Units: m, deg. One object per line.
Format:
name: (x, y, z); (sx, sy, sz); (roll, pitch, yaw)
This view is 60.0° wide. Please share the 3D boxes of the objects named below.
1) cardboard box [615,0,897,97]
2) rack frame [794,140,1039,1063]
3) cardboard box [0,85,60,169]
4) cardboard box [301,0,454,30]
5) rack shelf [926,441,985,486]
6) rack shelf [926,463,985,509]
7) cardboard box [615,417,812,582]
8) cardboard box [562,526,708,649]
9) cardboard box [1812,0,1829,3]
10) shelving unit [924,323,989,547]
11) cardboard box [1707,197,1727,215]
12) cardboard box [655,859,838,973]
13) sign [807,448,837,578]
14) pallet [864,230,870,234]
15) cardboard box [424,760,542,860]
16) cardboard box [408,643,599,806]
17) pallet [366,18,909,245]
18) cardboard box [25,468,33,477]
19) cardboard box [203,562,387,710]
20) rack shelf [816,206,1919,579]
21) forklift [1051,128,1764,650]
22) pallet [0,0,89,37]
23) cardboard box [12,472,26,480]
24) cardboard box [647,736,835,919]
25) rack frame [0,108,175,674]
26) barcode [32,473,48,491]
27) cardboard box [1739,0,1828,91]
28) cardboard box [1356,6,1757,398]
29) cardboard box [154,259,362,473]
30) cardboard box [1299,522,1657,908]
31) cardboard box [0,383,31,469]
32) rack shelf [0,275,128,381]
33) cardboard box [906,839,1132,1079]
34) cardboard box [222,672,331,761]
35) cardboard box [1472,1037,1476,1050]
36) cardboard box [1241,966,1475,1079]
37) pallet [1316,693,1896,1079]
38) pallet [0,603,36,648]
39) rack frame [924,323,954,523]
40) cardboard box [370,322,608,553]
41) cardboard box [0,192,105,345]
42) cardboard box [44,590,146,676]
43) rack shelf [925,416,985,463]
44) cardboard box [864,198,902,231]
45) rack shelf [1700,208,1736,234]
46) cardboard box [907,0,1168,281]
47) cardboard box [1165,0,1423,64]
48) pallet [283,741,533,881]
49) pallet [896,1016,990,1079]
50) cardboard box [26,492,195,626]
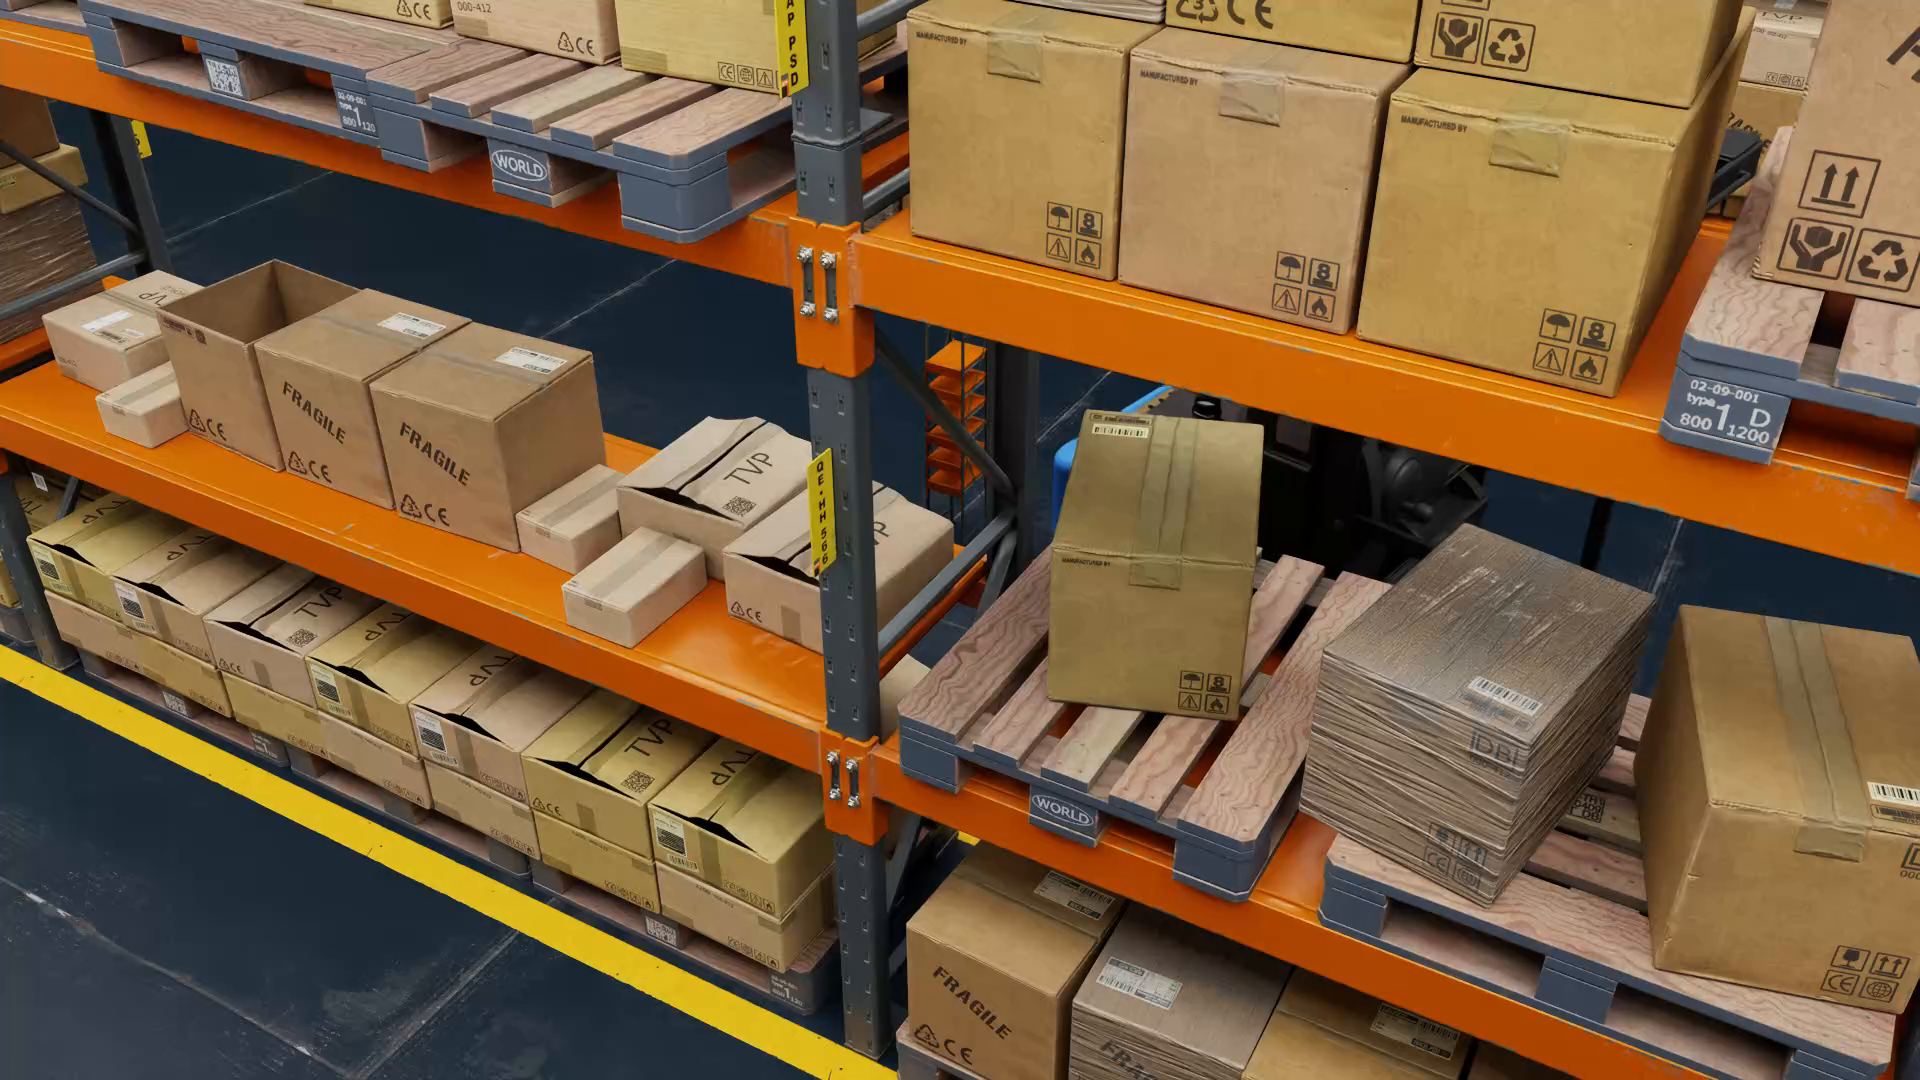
cardboard box: (-0.489, -1.309, 4.060); (0.500, 0.250, 0.500); (15, 36, 21)
rack frame: (-0.067, 0.149, 4.820); (0.127, 3.000, 1.000); (18, 37, 24)
cardboard box: (-3.929, -1.651, 6.263); (0.500, 0.500, 0.700); (18, 38, 25)
cardboard box: (-1.444, -1.608, 4.508); (0.500, 0.250, 0.500); (17, 37, 23)
rack shelf: (-0.013, -0.367, 7.515); (0.180, 0.103, 0.258); (18, 37, 24)
rack shelf: (-0.013, -0.267, 7.581); (0.180, 0.103, 0.258); (18, 37, 24)
cardboard box: (-0.748, -0.153, 5.354); (0.500, 0.311, 0.500); (17, 37, 24)
cardboard box: (-0.985, 0.139, 5.061); (0.250, 0.149, 0.380); (18, 37, 24)
cardboard box: (3.801, -2.435, 7.647); (0.500, 0.250, 0.500); (17, 37, 23)
shelving unit: (-0.013, -0.503, 7.423); (0.189, 1.200, 0.258); (18, 37, 24)
cardboard box: (3.471, -1.673, 7.765); (0.250, 0.149, 0.380); (18, 38, 25)
cardboard box: (-0.645, 1.092, 5.506); (0.500, 0.250, 0.500); (19, 38, 25)
sign: (-0.340, -0.065, 4.096); (0.005, 0.325, 0.100); (18, 37, 24)
pallet: (-0.409, -1.962, 10.505); (1.213, 0.211, 1.003); (18, 37, 24)
cardboard box: (-1.530, 0.812, 5.926); (0.500, 0.250, 0.500); (18, 38, 25)
cardboard box: (-1.536, 0.580, 5.769); (0.500, 0.311, 0.500); (17, 37, 24)
pallet: (-0.701, -1.164, 4.256); (1.003, 0.211, 1.213); (19, 38, 27)
cardboard box: (-4.224, -0.394, 7.738); (0.500, 0.250, 0.500); (18, 37, 24)
cardboard box: (-2.423, 0.301, 6.188); (0.500, 0.311, 0.500); (16, 37, 23)
rack shelf: (1.669, -0.250, 3.362); (4.000, 0.370, 1.077); (18, 37, 24)
forklift: (1.780, -0.323, 5.591); (3.031, 2.935, 1.130); (26, 42, 34)
pallet: (-2.768, -1.883, 5.338); (1.217, 0.209, 0.805); (16, 37, 23)
cardboard box: (-4.481, -0.146, 7.364); (0.500, 0.250, 0.500); (18, 37, 24)
cardboard box: (-0.644, 0.860, 5.348); (0.500, 0.311, 0.500); (19, 38, 26)
rack frame: (-3.540, -0.951, 6.471); (0.127, 3.000, 1.000); (18, 37, 24)
barcode: (-3.525, -0.223, 6.370); (0.075, 0.075, 0.001); (18, 37, 24)
cardboard box: (3.557, -2.189, 7.278); (0.500, 0.250, 0.500); (18, 38, 25)
cardboard box: (1.222, -0.754, 3.379); (0.500, 0.500, 0.910); (18, 37, 24)
cardboard box: (-2.424, -0.628, 5.897); (0.500, 0.500, 0.500); (20, 39, 28)
cardboard box: (1.235, 0.395, 3.981); (0.500, 0.500, 0.700); (25, 41, 33)
cardboard box: (-4.226, -0.705, 7.528); (0.500, 0.500, 0.500); (18, 37, 24)
rack shelf: (-5.277, -1.201, 7.497); (4.000, 0.370, 1.077); (18, 37, 24)
cardboard box: (0.186, 1.269, 4.996); (0.500, 0.500, 0.500); (19, 38, 26)
cardboard box: (-2.419, 0.531, 6.348); (0.500, 0.250, 0.500); (16, 37, 23)
cardboard box: (1.310, 1.293, 4.960); (0.500, 0.500, 0.500); (16, 37, 23)
cardboard box: (1.076, 1.551, 4.573); (0.500, 0.500, 0.500); (17, 37, 24)
pallet: (1.623, 0.762, 4.073); (1.213, 0.211, 1.003); (18, 37, 24)
pallet: (-4.210, -0.029, 7.603); (1.213, 0.211, 1.003); (18, 37, 24)
rack frame: (-0.092, -0.529, 7.461); (0.006, 1.200, 0.240); (18, 37, 24)
cardboard box: (-1.532, -0.346, 5.473); (0.500, 0.500, 0.500); (16, 37, 22)
cardboard box: (-3.929, -1.111, 6.622); (0.500, 0.500, 0.700); (17, 37, 23)
cardboard box: (-3.313, 0.249, 6.772); (0.500, 0.250, 0.500); (17, 37, 23)
rack shelf: (-0.013, -0.466, 7.448); (0.180, 0.103, 0.258); (18, 37, 24)
cardboard box: (-0.438, -2.284, 10.332); (0.500, 0.500, 0.700); (19, 38, 26)
rack shelf: (4.124, -1.386, 7.774); (4.000, 0.370, 1.077); (18, 37, 24)
cardboard box: (0.328, -1.037, 3.805); (0.500, 0.500, 0.910); (18, 37, 24)
cardboard box: (0.751, -1.294, 3.288); (0.500, 0.500, 0.500); (18, 37, 24)
pallet: (-1.818, 0.729, 6.465); (1.213, 0.211, 1.003); (18, 37, 24)
pallet: (0.562, 1.533, 5.257); (1.213, 0.211, 1.003); (18, 37, 24)
cardboard box: (-3.305, 0.019, 6.611); (0.500, 0.311, 0.500); (18, 38, 25)
